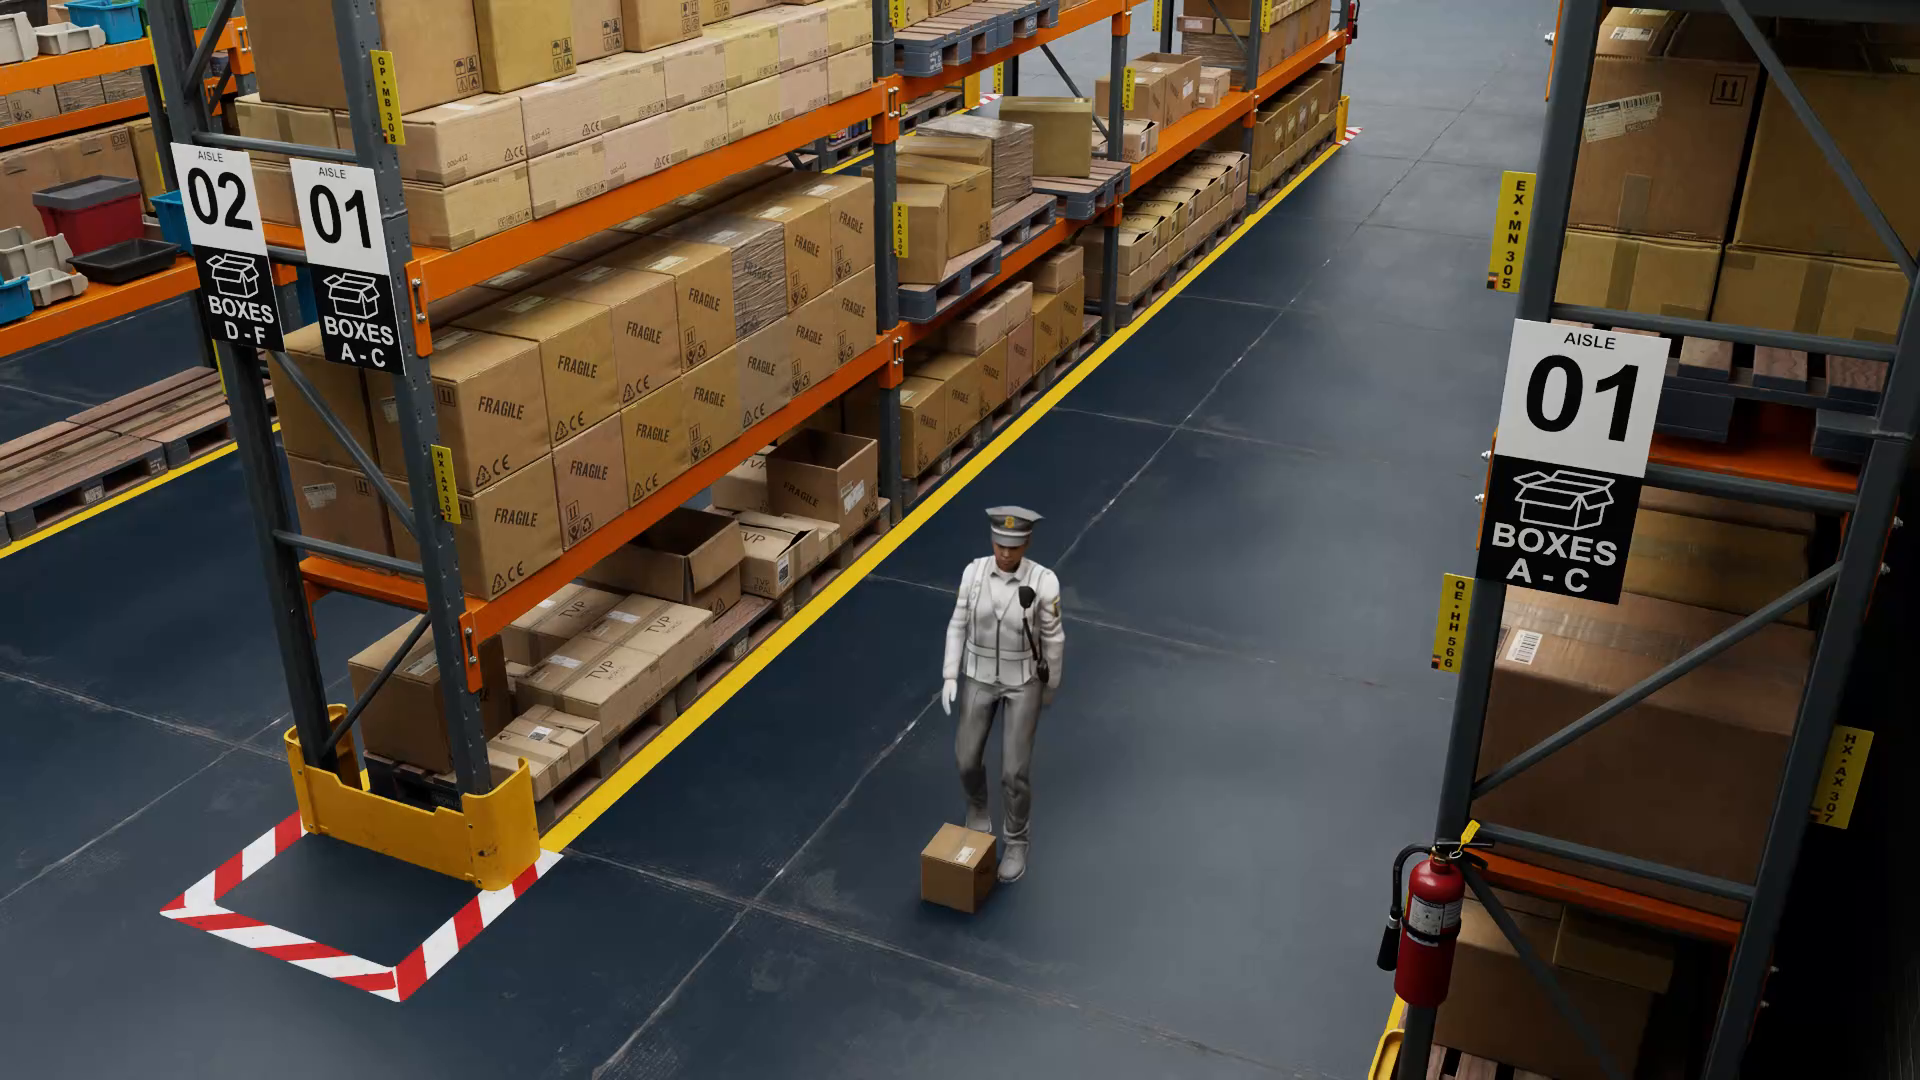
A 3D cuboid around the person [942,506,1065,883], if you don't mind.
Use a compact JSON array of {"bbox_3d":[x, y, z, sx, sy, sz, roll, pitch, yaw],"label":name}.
[{"bbox_3d":[0.169,0.656,7.308,0.518,1.665,0.565,7,27,13],"label":"person"}]
